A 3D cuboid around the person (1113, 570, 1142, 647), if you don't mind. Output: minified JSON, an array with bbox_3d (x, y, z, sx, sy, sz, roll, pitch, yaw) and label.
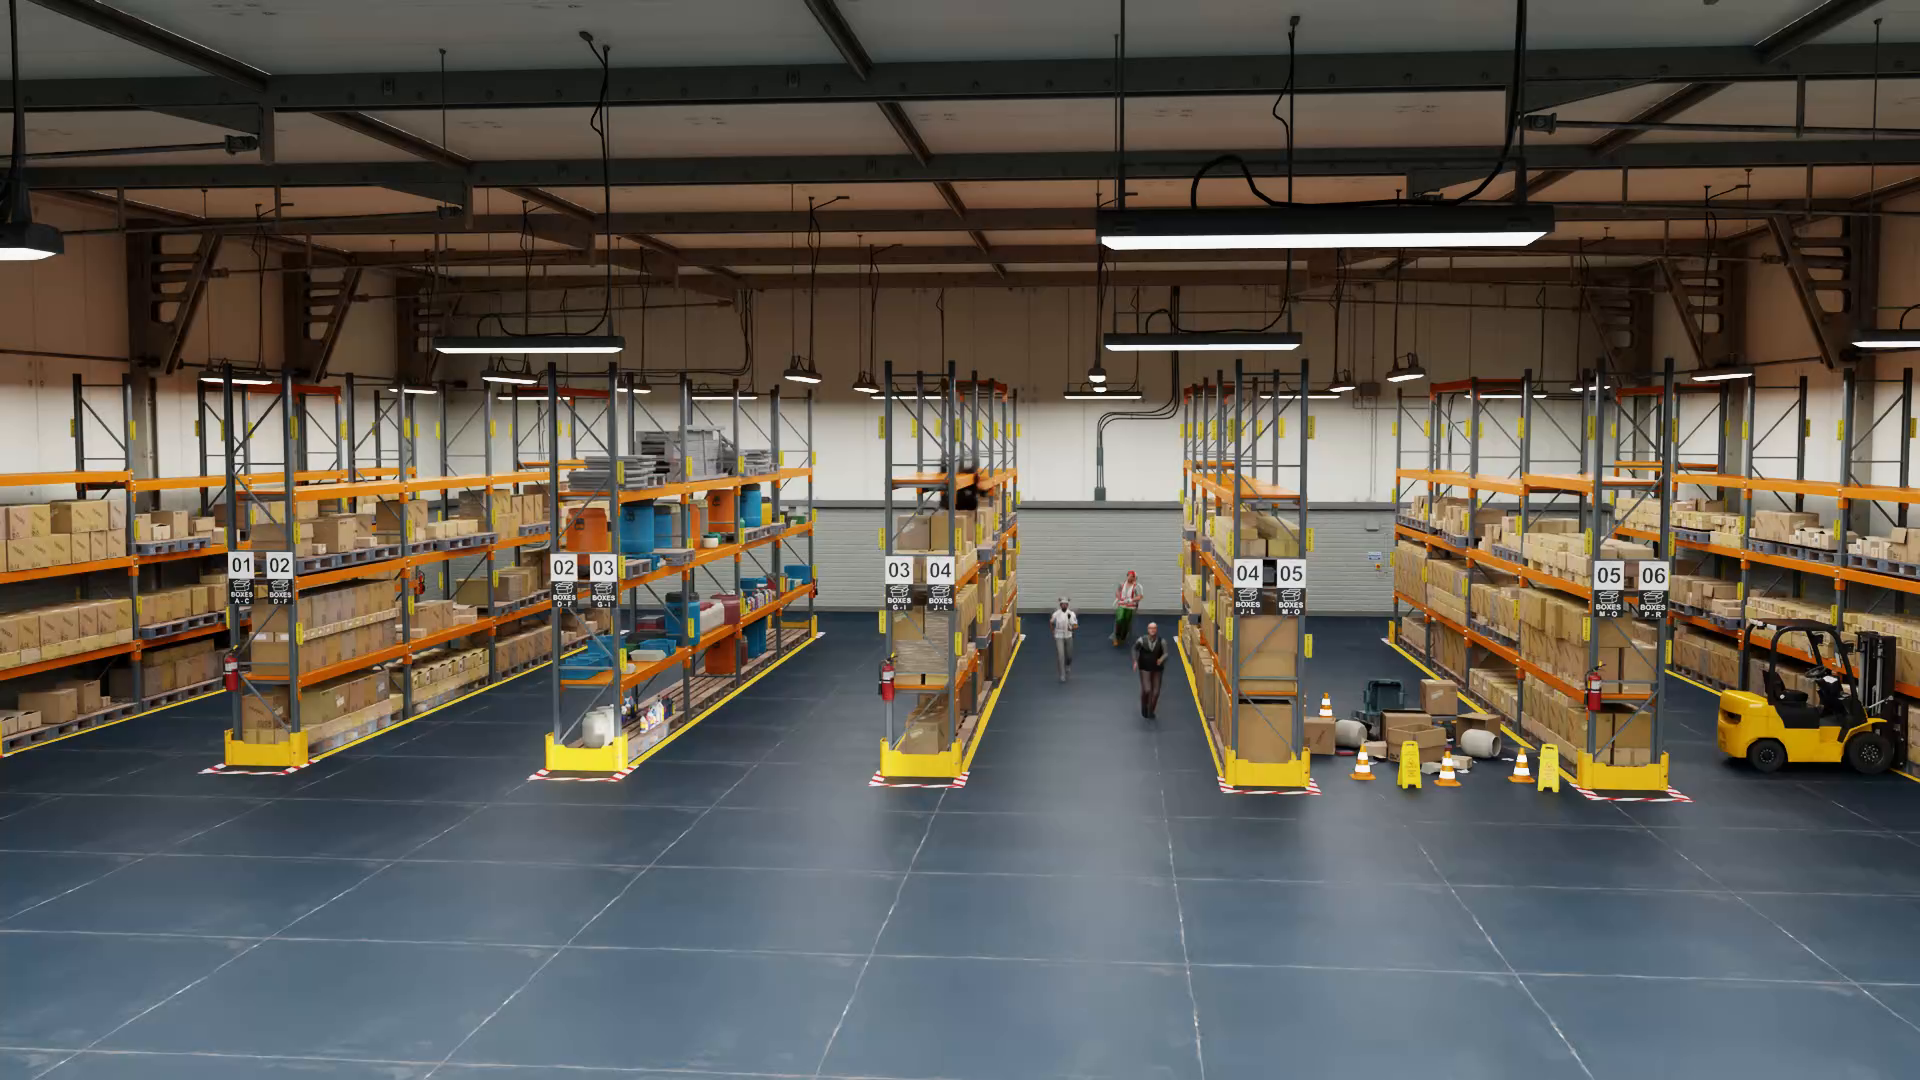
[{"bbox_3d":[3.865,1.577,38.522,0.688,1.749,0.694,1,4,15],"label":"person"}]

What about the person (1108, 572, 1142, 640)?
[{"bbox_3d":[4.023,1.583,39.861,0.781,1.647,0.706,2,4,31],"label":"person"}]

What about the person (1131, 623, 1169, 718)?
[{"bbox_3d":[3.295,2.260,28.680,0.630,1.675,0.733,0,4,-1],"label":"person"}]

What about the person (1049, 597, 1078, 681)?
[{"bbox_3d":[2.082,1.967,33.418,0.588,1.669,0.806,0,4,1],"label":"person"}]
